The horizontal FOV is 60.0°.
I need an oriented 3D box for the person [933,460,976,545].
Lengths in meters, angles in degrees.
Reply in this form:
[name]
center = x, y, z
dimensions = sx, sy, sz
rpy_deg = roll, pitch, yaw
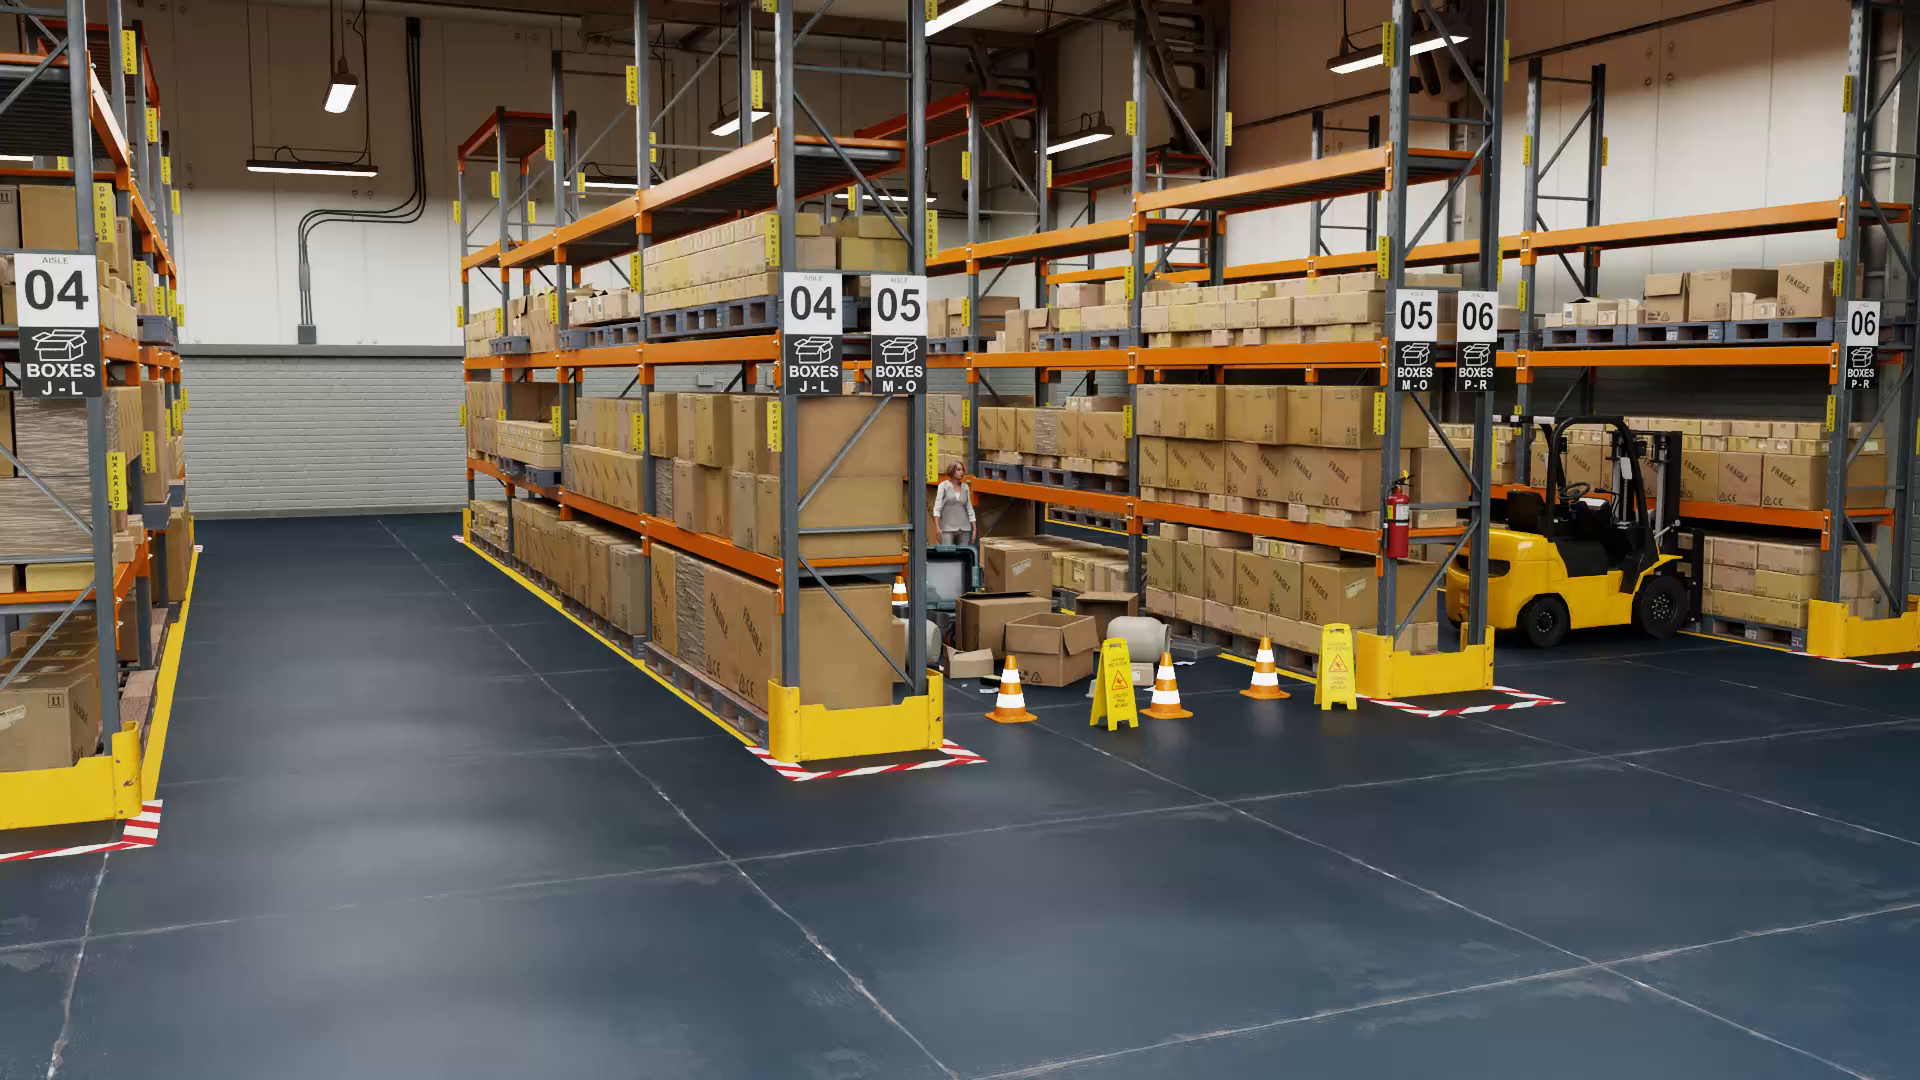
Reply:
[person]
center = -0.034, -0.071, 18.311
dimensions = 0.521, 1.598, 0.473
rpy_deg = -2, 6, -24
